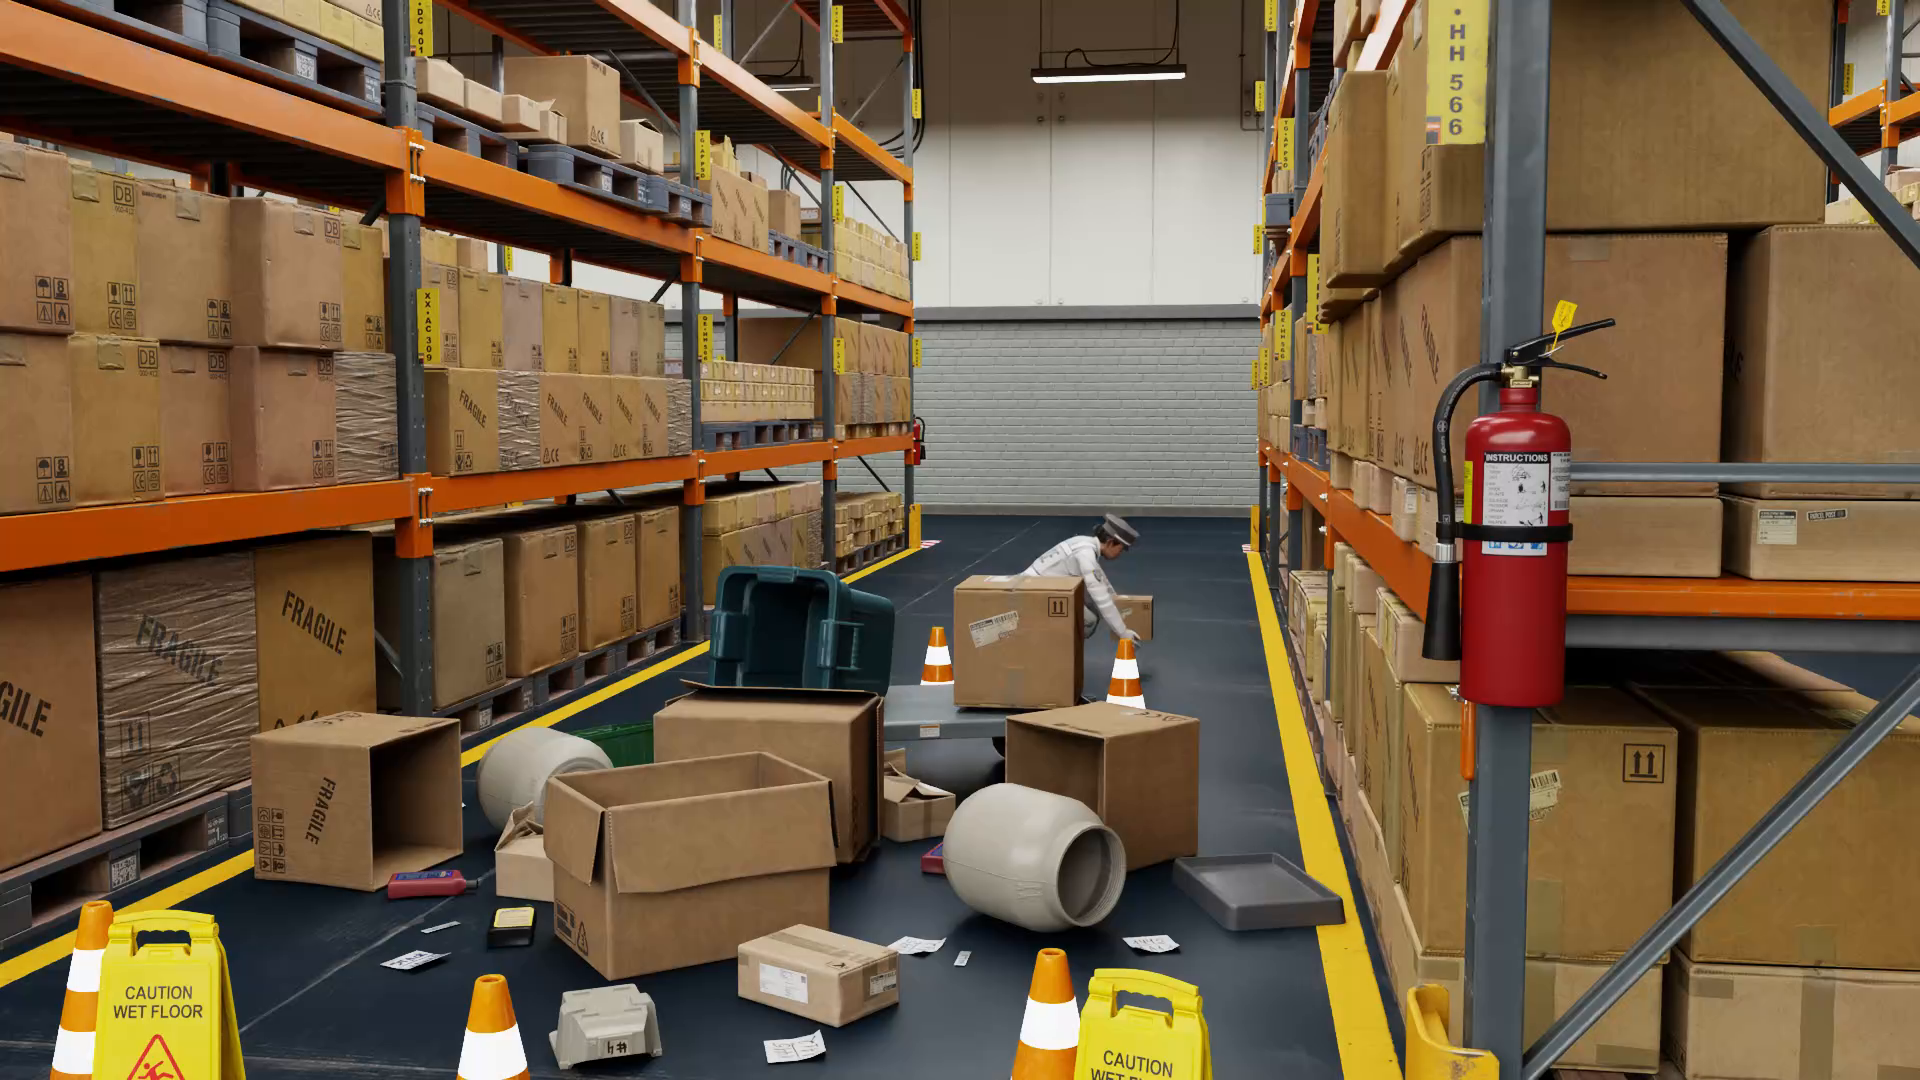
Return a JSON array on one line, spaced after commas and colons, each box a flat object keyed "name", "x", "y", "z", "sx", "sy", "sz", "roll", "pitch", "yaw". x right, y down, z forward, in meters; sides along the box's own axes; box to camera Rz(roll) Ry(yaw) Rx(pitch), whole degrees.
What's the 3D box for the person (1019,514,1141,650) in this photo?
[{"name": "person", "x": 0.712, "y": 0.323, "z": 10.284, "sx": 0.826, "sy": 0.967, "sz": 0.492, "roll": 1, "pitch": 5, "yaw": 9}]
